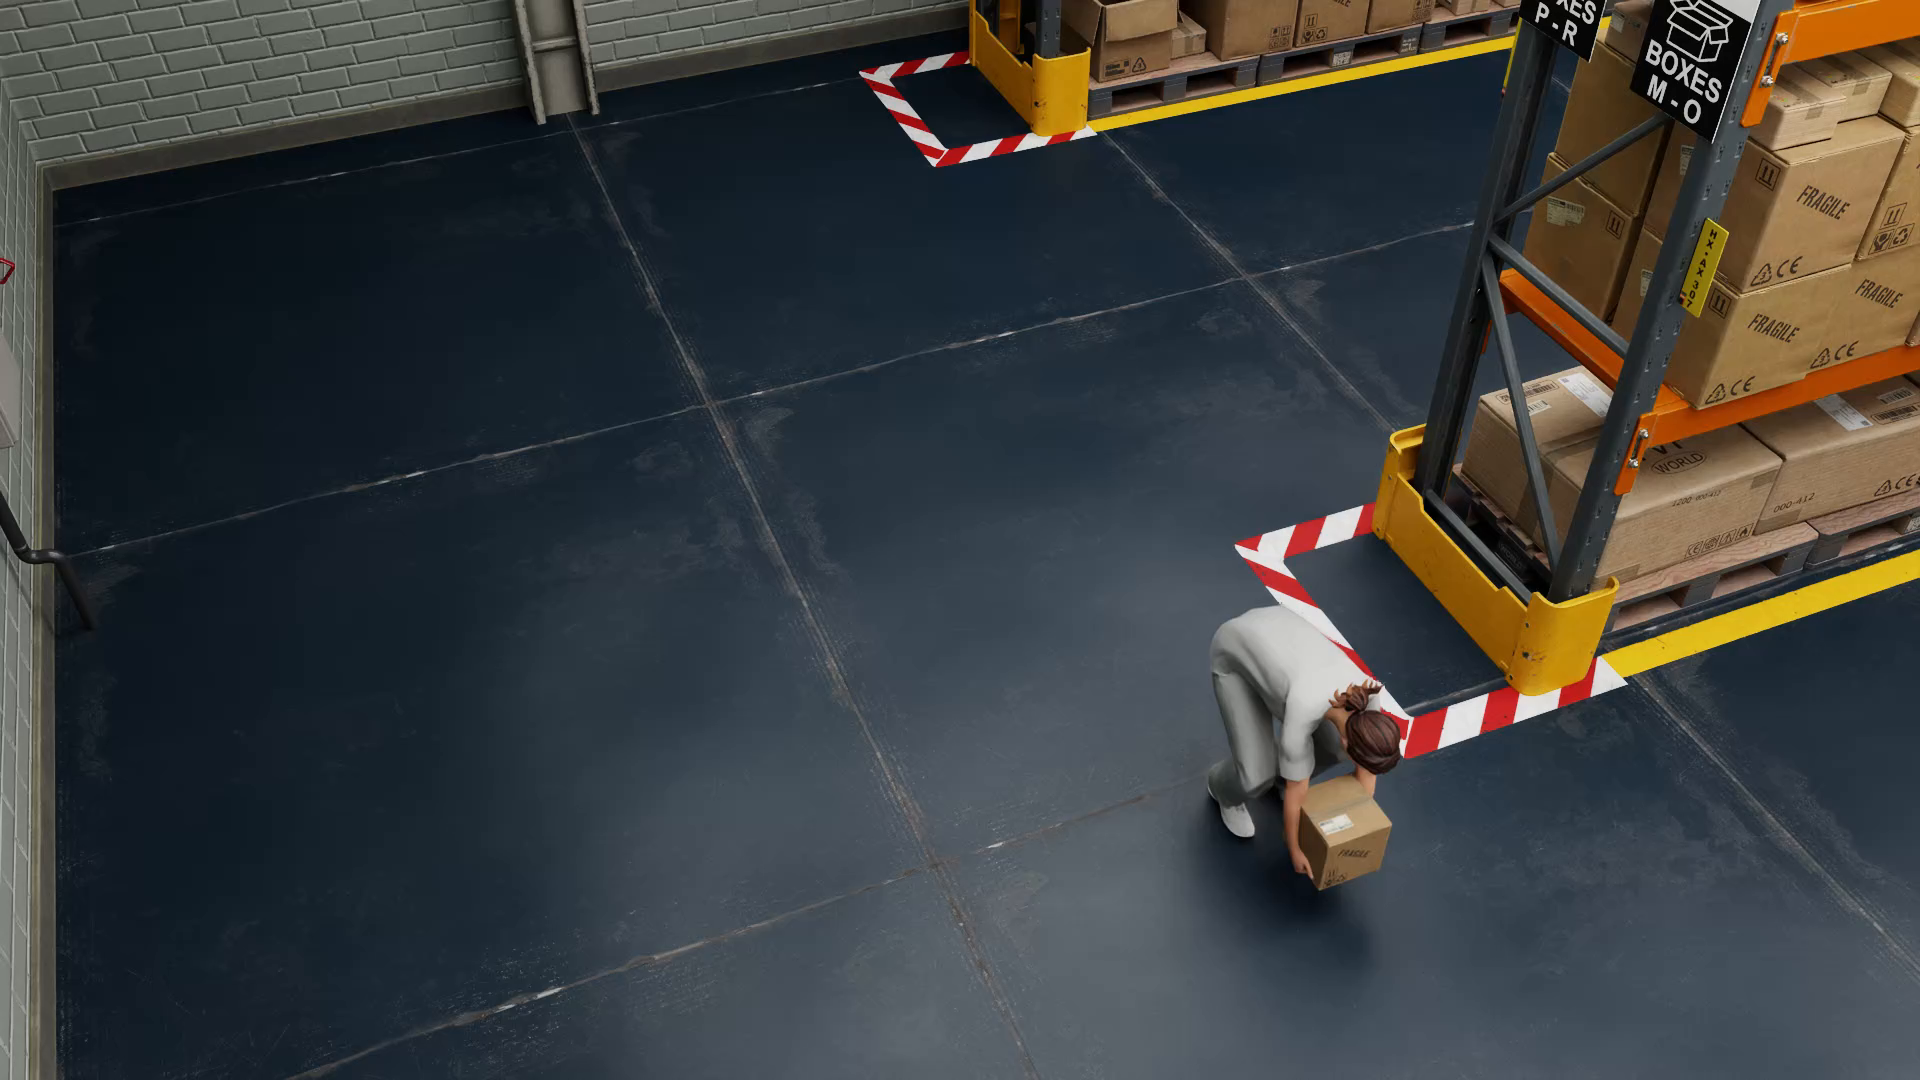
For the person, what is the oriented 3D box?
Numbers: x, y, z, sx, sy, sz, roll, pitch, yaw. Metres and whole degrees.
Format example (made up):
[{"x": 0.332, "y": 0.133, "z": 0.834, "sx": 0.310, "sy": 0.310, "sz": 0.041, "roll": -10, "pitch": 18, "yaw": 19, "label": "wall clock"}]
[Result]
[{"x": 1.196, "y": 0.729, "z": 5.876, "sx": 0.475, "sy": 0.971, "sz": 0.866, "roll": -17, "pitch": 45, "yaw": -18, "label": "person"}]
